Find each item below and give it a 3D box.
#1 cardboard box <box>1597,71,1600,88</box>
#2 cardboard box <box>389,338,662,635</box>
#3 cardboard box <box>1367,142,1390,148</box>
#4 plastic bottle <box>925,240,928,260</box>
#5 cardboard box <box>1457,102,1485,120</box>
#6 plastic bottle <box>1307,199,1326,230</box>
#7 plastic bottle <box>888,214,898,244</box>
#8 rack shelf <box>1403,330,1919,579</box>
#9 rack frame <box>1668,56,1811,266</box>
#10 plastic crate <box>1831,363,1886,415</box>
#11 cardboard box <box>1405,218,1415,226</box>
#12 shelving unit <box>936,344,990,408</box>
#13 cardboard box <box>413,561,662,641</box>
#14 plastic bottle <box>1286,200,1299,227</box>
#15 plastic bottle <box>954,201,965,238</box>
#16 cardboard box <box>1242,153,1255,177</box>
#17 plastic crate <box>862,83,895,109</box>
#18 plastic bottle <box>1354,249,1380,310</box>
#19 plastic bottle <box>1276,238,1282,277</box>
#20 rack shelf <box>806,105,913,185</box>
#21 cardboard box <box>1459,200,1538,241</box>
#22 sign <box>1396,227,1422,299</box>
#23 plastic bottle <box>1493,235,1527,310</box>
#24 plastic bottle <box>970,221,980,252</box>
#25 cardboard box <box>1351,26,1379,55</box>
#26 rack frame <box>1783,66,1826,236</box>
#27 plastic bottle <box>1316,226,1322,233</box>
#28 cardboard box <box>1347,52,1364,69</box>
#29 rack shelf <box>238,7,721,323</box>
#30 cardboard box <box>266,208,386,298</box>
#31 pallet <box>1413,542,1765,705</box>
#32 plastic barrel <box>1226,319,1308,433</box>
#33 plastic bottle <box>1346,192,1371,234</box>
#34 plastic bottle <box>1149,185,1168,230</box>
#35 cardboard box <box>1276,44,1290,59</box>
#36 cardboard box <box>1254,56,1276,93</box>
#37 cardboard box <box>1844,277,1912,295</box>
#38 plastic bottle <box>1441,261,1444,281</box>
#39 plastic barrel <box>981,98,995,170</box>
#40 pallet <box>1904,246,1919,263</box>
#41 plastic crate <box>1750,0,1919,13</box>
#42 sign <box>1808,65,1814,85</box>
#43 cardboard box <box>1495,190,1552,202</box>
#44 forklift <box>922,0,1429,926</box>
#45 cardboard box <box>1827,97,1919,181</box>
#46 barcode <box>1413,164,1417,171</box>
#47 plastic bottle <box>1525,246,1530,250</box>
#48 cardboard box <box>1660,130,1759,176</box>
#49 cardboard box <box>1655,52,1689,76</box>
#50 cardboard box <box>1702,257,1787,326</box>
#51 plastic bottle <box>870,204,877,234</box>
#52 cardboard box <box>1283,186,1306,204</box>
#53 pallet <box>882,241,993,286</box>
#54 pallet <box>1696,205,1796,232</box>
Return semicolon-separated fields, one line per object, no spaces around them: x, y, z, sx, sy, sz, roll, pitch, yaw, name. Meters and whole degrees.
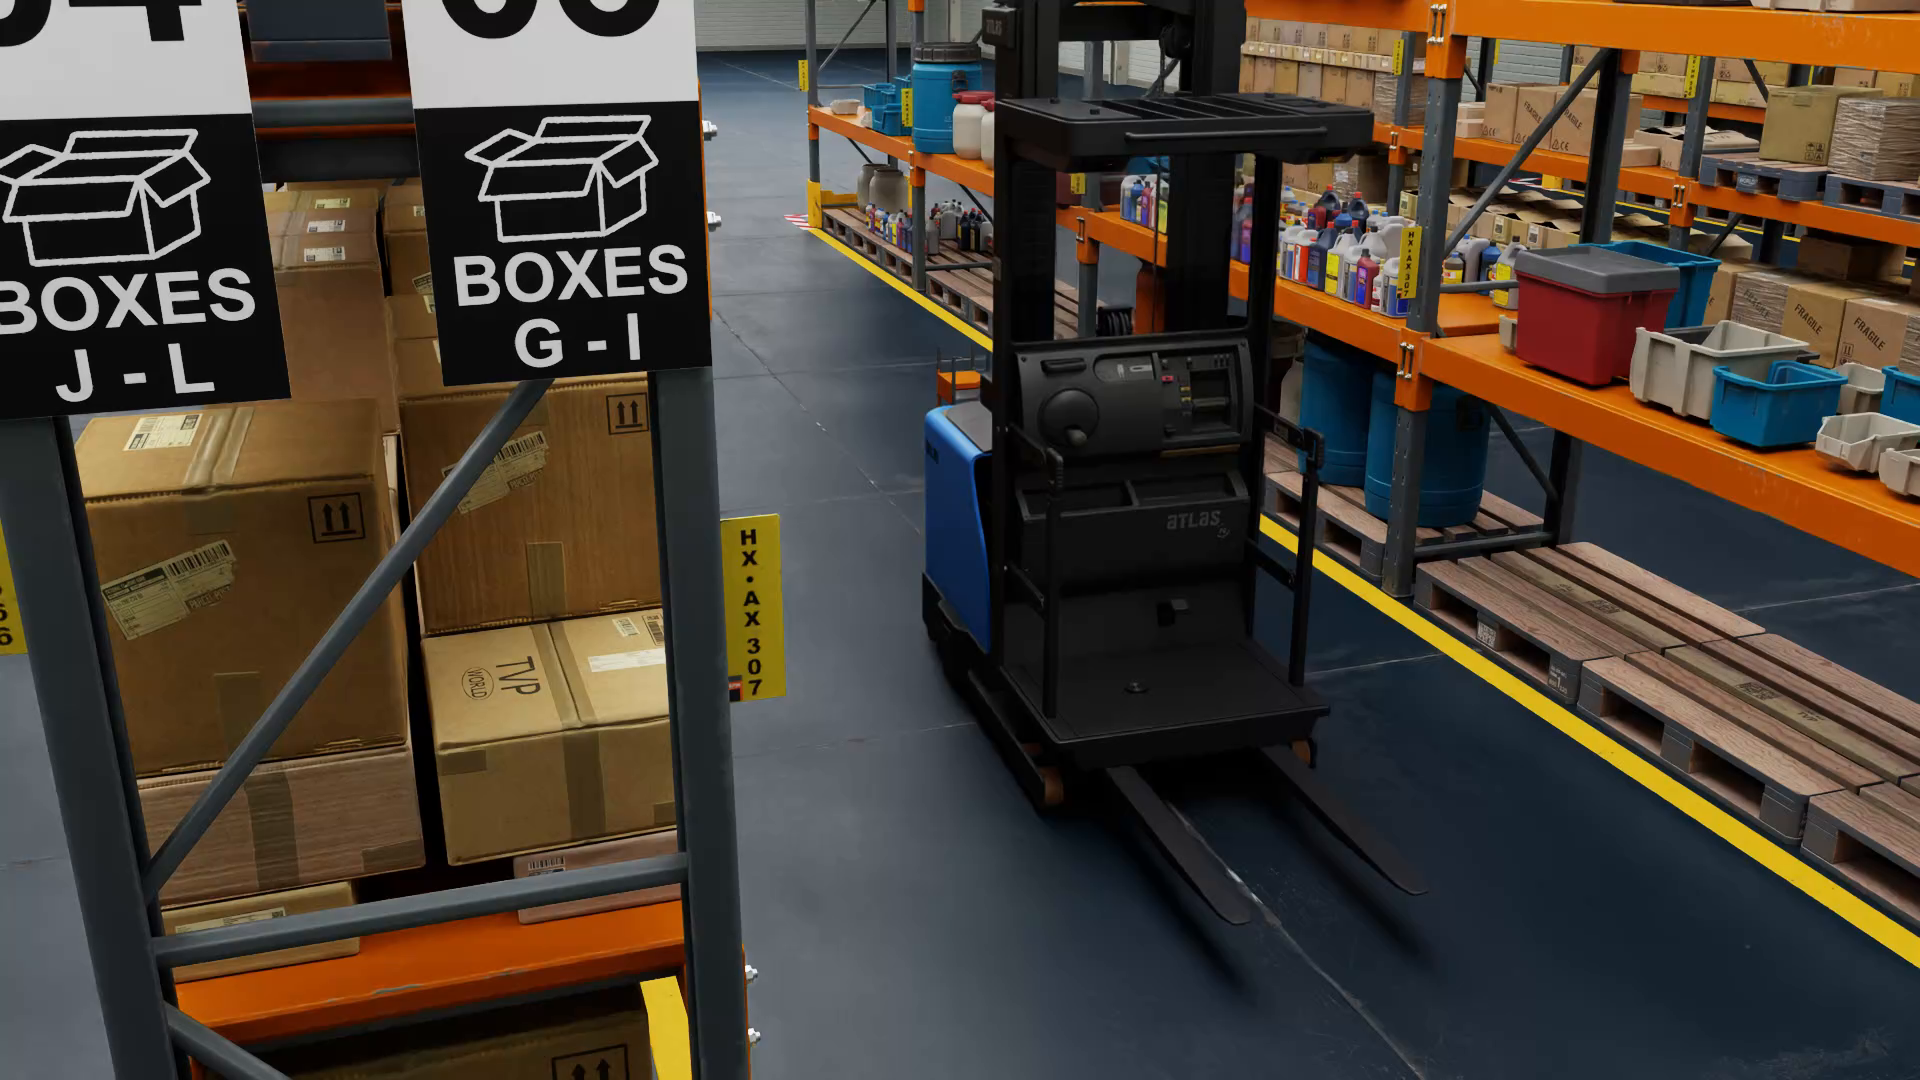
8.234;-5.679;20.483;0.500;0.250;0.500;-7;21;-19;cardboard box
-0.924;-0.148;3.563;0.500;0.500;0.500;-7;21;-19;cardboard box
4.598;-4.044;18.075;0.500;0.500;0.500;-6;21;-17;cardboard box
-0.352;-2.733;15.577;0.097;0.201;0.097;0;20;0;plastic bottle
4.958;-4.061;16.006;0.500;0.250;0.500;-5;20;-14;cardboard box
2.128;-1.895;9.928;0.061;0.283;0.133;-6;21;-17;plastic bottle
-0.627;-3.079;16.429;0.152;0.276;0.135;-6;21;-16;plastic bottle
3.201;-0.212;6.133;1.077;0.370;4.000;-6;21;-17;rack shelf
6.019;-3.001;12.834;1.000;3.000;0.127;-6;21;-17;rack frame
3.405;-0.570;6.366;0.293;0.136;0.466;-6;21;-17;plastic crate
4.653;-3.032;16.368;0.500;0.250;0.500;-7;21;-19;cardboard box
0.017;-0.477;8.691;0.215;1.050;0.252;-6;21;-17;shelving unit
-0.937;0.199;3.706;0.500;0.250;0.500;-7;21;-18;cardboard box
2.092;-2.029;10.421;0.097;0.201;0.097;0;20;0;plastic bottle
0.005;-3.220;16.712;0.144;0.351;0.185;-7;21;-18;plastic bottle
3.620;-4.469;19.258;0.500;0.500;0.500;-6;21;-17;cardboard box
-0.758;-4.844;18.186;0.499;0.251;0.616;-6;21;-17;plastic crate
2.026;-1.299;8.268;0.061;0.283;0.133;-6;21;-17;plastic bottle
1.763;-1.548;9.081;0.097;0.201;0.097;0;20;0;plastic bottle
-0.571;-4.063;16.855;1.077;0.370;4.000;-6;21;-17;rack shelf
4.971;-2.966;15.353;0.500;0.311;0.500;-7;21;-19;cardboard box
2.049;-1.265;7.591;0.100;0.325;0.005;-6;21;-17;sign
2.757;-1.329;8.253;0.144;0.351;0.185;-6;21;-17;plastic bottle
0.145;-2.926;15.994;0.061;0.283;0.133;-6;21;-17;plastic bottle
4.456;-5.246;17.017;0.700;0.500;0.500;-6;21;-17;cardboard box
9.463;-4.812;17.877;1.000;3.000;0.127;-6;21;-17;rack frame
1.938;-1.565;9.028;0.097;0.271;0.097;0;20;0;plastic bottle
4.228;-4.949;17.150;0.380;0.149;0.250;-6;21;-17;cardboard box
-1.501;-1.097;4.161;1.077;0.370;4.000;-6;21;-17;rack shelf
-2.074;-0.749;5.236;0.500;0.500;0.500;-6;21;-17;cardboard box
2.840;0.352;7.625;1.003;0.211;1.213;-6;21;-17;pallet
1.840;-1.021;10.268;0.600;0.588;0.708;-6;21;-17;plastic barrel
2.317;-1.844;9.685;0.144;0.351;0.185;-6;21;-17;plastic bottle
1.290;-2.096;10.498;0.152;0.276;0.135;-6;21;-17;plastic bottle
3.749;-5.441;18.519;0.380;0.149;0.250;-7;21;-19;cardboard box
3.808;-5.296;19.076;0.700;0.500;0.500;-6;21;-16;cardboard box
6.698;-1.590;11.954;0.500;0.500;0.500;-7;21;-19;cardboard box
2.602;-1.508;8.971;0.097;0.201;0.097;0;20;0;plastic bottle
0.381;-3.258;13.348;0.433;0.535;0.433;0;20;0;plastic barrel
10.096;-2.858;16.561;1.003;0.211;1.213;-6;21;-17;pallet
2.945;-1.833;5.535;0.437;0.136;0.530;-6;21;-17;plastic crate
6.531;-3.569;12.821;0.100;0.325;0.005;-6;21;-17;sign
5.330;-3.186;15.967;0.500;0.311;0.500;-6;21;-16;cardboard box
0.726;-0.531;6.059;1.130;2.935;3.031;-6;21;-15;forklift
6.430;-2.742;11.343;0.700;0.500;0.500;-3;20;-7;cardboard box
4.446;-3.641;16.243;0.001;0.075;0.075;-6;21;-17;barcode
2.820;-1.343;8.391;0.061;0.283;0.133;-6;21;-17;plastic bottle
5.946;-3.080;13.187;0.500;0.311;0.500;-5;20;-14;cardboard box
8.546;-5.712;19.465;0.500;0.500;0.500;-6;21;-16;cardboard box
5.890;-1.855;12.691;0.500;0.500;0.500;-5;20;-15;cardboard box
-0.872;-3.282;16.985;0.061;0.283;0.133;-6;21;-16;plastic bottle
3.931;-3.795;18.490;0.500;0.250;0.500;-6;21;-17;cardboard box
-0.114;-2.667;16.030;1.003;0.211;1.213;-6;21;-17;pallet
9.218;-3.712;18.938;1.003;0.211;1.213;-6;21;-17;pallet
